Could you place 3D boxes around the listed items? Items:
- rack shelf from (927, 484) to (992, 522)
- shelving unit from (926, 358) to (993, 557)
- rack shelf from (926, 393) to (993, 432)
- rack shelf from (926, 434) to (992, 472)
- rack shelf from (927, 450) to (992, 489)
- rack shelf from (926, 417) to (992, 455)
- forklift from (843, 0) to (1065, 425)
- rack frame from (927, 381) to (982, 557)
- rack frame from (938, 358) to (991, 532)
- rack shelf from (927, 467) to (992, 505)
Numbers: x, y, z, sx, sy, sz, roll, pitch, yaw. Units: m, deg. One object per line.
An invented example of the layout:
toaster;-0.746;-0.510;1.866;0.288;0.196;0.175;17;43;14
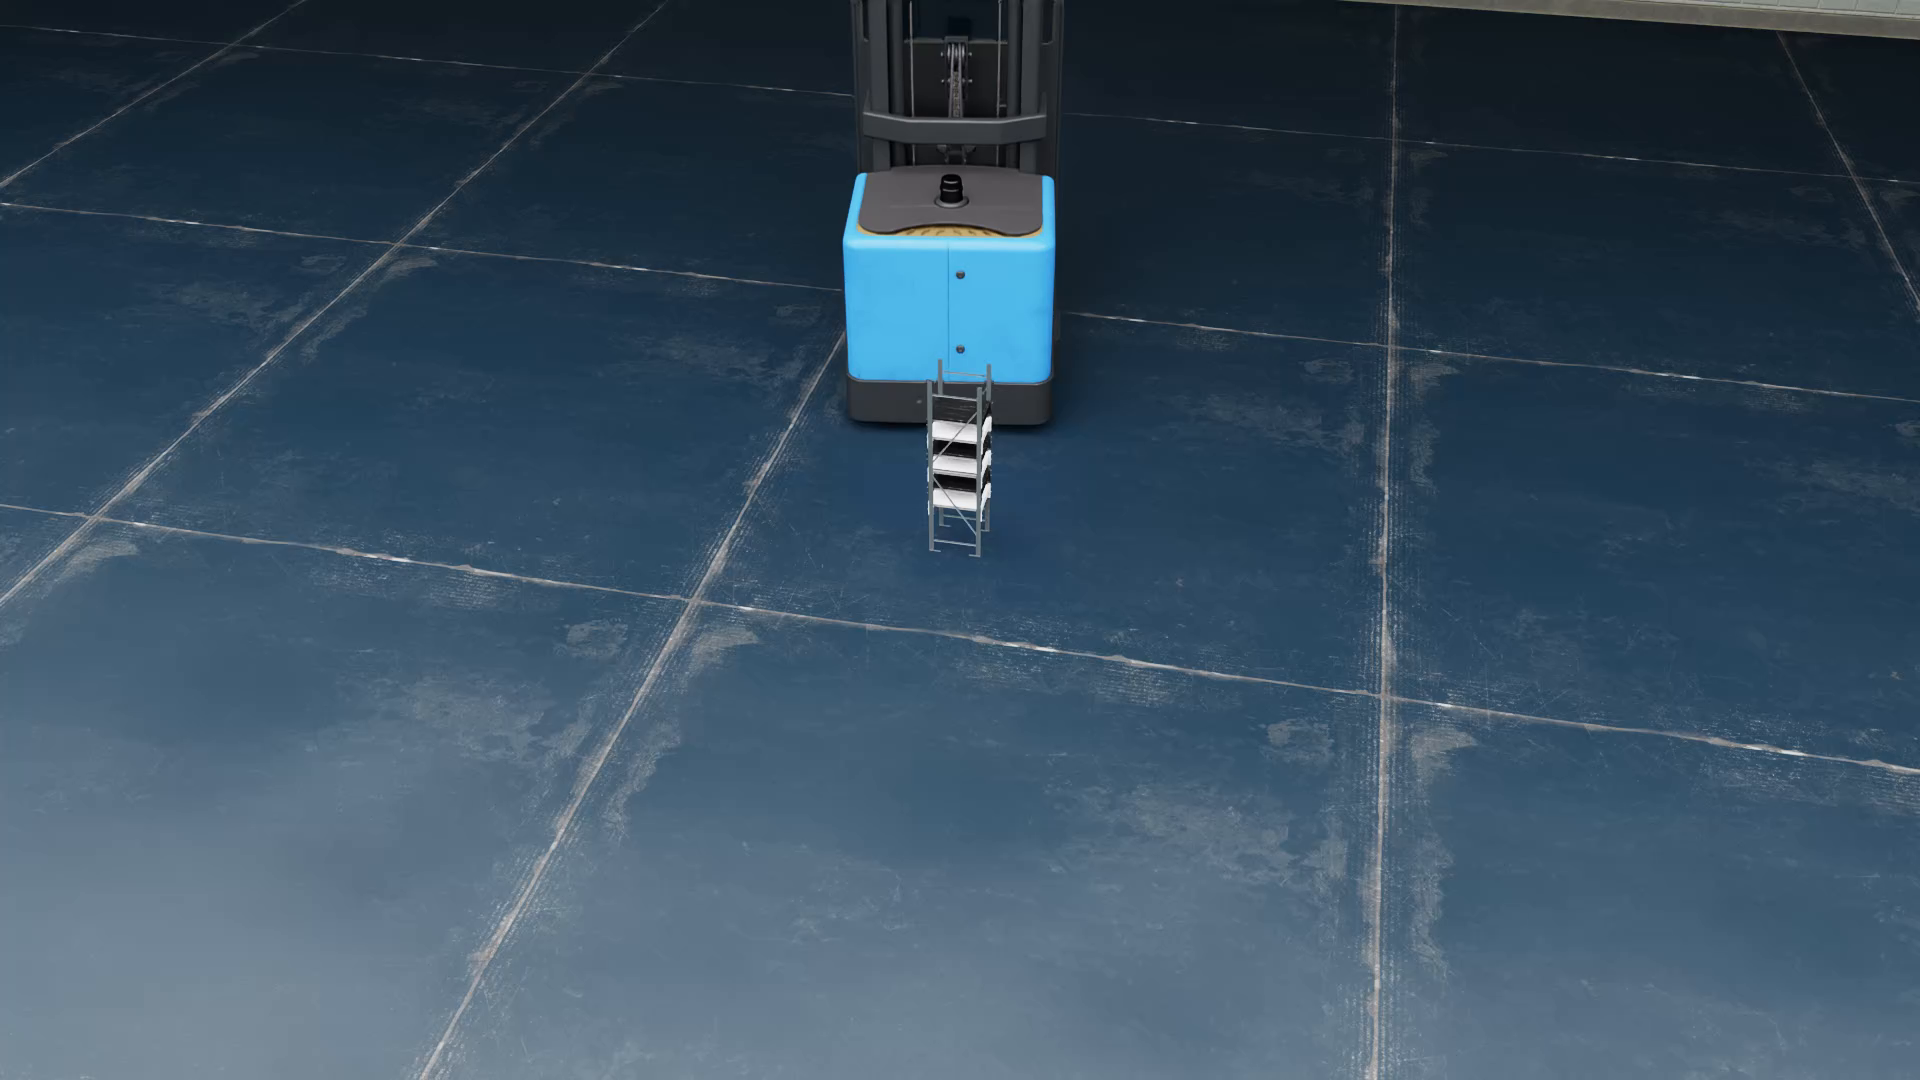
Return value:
rack shelf;-0.002;-0.187;7.605;0.258;0.077;0.200;7;37;10
shelving unit;-0.002;-0.360;7.480;0.258;0.900;0.210;7;37;10
rack shelf;-0.002;-0.551;7.341;0.258;0.077;0.200;7;37;10
rack shelf;-0.002;-0.406;7.446;0.258;0.077;0.200;7;37;10
rack shelf;-0.002;-0.333;7.499;0.258;0.077;0.200;7;37;10
rack shelf;-0.002;-0.478;7.393;0.258;0.077;0.200;7;37;10
forklift;-0.001;-2.608;8.851;1.130;2.935;3.031;1;36;2
rack frame;-0.023;-0.301;7.399;0.240;0.900;0.006;7;37;10
rack frame;0.020;-0.418;7.560;0.240;0.900;0.006;7;37;10
rack shelf;-0.002;-0.260;7.552;0.258;0.077;0.200;7;37;10
